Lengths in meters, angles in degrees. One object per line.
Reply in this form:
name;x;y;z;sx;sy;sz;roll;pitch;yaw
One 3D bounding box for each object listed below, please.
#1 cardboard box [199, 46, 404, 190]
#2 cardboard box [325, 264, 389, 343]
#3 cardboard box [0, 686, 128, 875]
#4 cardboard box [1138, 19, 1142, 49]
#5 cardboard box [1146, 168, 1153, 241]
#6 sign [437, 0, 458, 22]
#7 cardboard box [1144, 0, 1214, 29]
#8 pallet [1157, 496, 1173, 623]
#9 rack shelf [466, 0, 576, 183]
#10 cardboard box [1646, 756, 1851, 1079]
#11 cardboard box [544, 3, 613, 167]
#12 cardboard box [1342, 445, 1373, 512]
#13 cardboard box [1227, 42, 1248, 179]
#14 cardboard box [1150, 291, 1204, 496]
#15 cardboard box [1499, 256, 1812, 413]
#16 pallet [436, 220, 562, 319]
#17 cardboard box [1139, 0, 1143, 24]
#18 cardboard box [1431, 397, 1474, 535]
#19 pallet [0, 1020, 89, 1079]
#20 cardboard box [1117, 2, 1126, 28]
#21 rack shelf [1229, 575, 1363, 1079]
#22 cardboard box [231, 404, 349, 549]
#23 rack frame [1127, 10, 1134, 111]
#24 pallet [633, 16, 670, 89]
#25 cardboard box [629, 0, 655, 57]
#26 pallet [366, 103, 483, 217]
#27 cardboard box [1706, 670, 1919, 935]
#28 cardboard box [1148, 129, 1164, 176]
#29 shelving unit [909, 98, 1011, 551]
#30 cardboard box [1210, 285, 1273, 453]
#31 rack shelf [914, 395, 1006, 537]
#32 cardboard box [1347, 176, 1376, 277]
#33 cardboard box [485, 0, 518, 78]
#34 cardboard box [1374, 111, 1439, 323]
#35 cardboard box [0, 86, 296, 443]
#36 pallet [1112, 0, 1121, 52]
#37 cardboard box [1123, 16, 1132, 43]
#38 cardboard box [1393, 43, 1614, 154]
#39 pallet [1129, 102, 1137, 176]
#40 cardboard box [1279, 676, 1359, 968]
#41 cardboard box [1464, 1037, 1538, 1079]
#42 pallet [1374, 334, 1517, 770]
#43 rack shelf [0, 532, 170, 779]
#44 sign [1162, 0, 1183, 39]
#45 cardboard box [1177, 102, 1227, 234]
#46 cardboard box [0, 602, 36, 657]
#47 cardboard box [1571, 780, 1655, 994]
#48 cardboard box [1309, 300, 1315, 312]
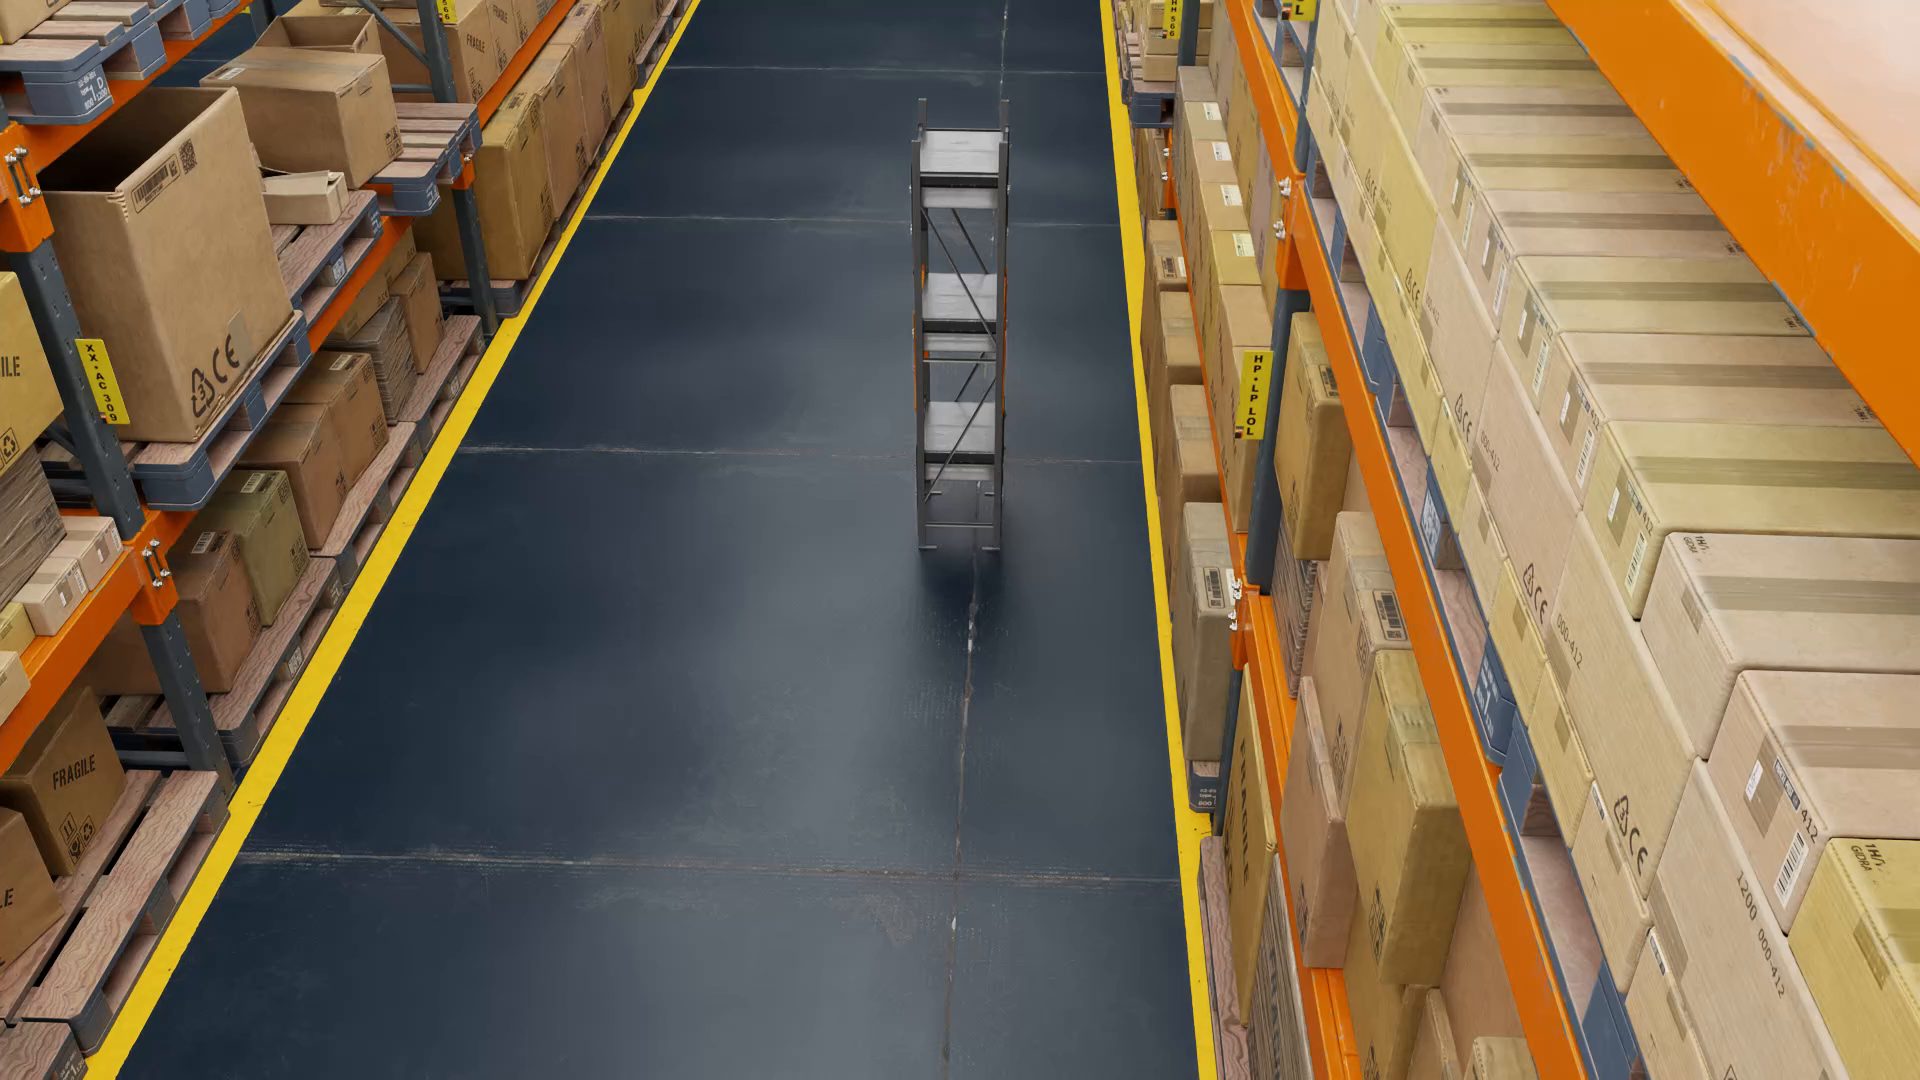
cardboard box;-3.202;-2.067;8.130;0.700;0.500;0.500;6;36;9
cardboard box;-3.306;-1.262;8.575;0.500;0.250;0.500;5;35;7
cardboard box;-3.514;0.890;6.184;0.500;0.500;0.500;0;35;0
cardboard box;1.236;-2.969;9.719;0.380;0.149;0.250;2;35;3
cardboard box;1.444;-2.147;10.505;0.500;0.500;0.500;3;35;4
sign;-2.755;-2.922;8.861;0.100;0.325;0.005;1;35;2
cardboard box;1.216;-2.920;9.132;0.380;0.149;0.250;0;35;0
pallet;1.495;-0.024;8.101;1.003;0.211;1.213;1;35;2
rack shelf;-3.217;-3.343;11.023;1.077;0.370;4.000;1;35;2
cardboard box;1.073;0.493;1.751;0.500;0.250;0.500;2;35;3
cardboard box;-3.178;-3.207;11.687;1.225;0.875;0.875;0;35;0
cardboard box;1.538;0.009;4.558;0.875;0.550;0.550;1;35;2
cardboard box;1.589;-1.922;7.420;0.700;0.500;0.500;1;35;1
cardboard box;1.508;-0.717;8.252;1.050;0.750;0.750;2;35;3
cardboard box;1.059;-0.314;2.553;0.380;0.149;0.250;1;35;1
pallet;-3.191;-1.798;10.625;1.003;0.211;1.213;1;35;2
cardboard box;1.236;-3.105;9.654;0.380;0.149;0.250;2;35;3
cardboard box;1.069;-0.131;2.986;0.380;0.149;0.250;2;35;2
pallet;-3.496;2.040;5.163;1.003;0.211;1.213;1;35;2
cardboard box;1.532;-4.447;14.083;0.380;0.149;0.250;1;35;2
rack shelf;1.413;1.426;4.238;1.077;0.370;4.000;1;35;2
cardboard box;-3.352;-0.295;7.852;0.700;0.500;0.500;-2;35;-2
rack frame;1.815;-4.614;12.206;1.000;3.000;0.127;1;35;2
pallet;-3.028;-4.080;13.872;1.003;0.211;1.213;1;35;2
cardboard box;-3.031;-4.466;13.479;0.875;0.875;0.875;1;35;2
pallet;-3.220;-1.998;8.651;1.213;0.211;1.003;1;35;2
cardboard box;1.019;0.273;1.717;0.380;0.149;0.250;1;35;2
cardboard box;1.429;-2.461;10.299;0.500;0.250;0.500;2;35;3
shelving unit;0.007;-0.954;7.782;0.431;2.100;0.503;1;35;2
cardboard box;1.268;-0.654;6.486;0.500;0.500;0.500;1;35;1
rack shelf;0.007;-0.370;8.192;0.431;0.518;0.480;1;35;2
cardboard box;1.109;-0.717;3.819;0.380;0.149;0.250;1;35;1
cardboard box;-2.988;-3.098;9.963;0.500;0.500;0.500;0;35;1
cardboard box;1.156;-0.663;3.396;0.500;0.250;0.500;1;35;1
cardboard box;-3.287;-1.060;6.263;1.000;1.000;1.000;2;35;2
pallet;1.853;-4.562;14.558;1.003;0.211;1.213;1;35;2
cardboard box;1.508;-4.085;13.309;0.380;0.149;0.250;0;35;0
cardboard box;1.100;-0.894;3.377;0.380;0.149;0.250;2;35;2
pallet;1.785;-3.025;12.371;1.003;0.211;1.213;1;35;2
cardboard box;1.352;0.758;4.433;0.875;0.550;0.550;1;35;2
cardboard box;1.316;1.247;2.797;0.875;0.550;0.550;1;35;2
pallet;1.398;-0.039;3.166;1.003;0.211;1.213;1;35;2
rack shelf;-3.539;1.253;4.483;1.077;0.370;4.000;1;35;2
sign;1.112;-2.764;8.636;0.100;0.325;0.005;1;35;2
cardboard box;1.349;-1.812;8.133;0.500;0.500;0.500;1;35;1
cardboard box;-3.263;0.329;5.392;0.380;0.149;0.250;1;35;2
cardboard box;1.028;0.452;2.155;0.380;0.149;0.250;2;35;3
cardboard box;1.508;-0.753;5.756;0.700;0.500;0.500;1;35;1
